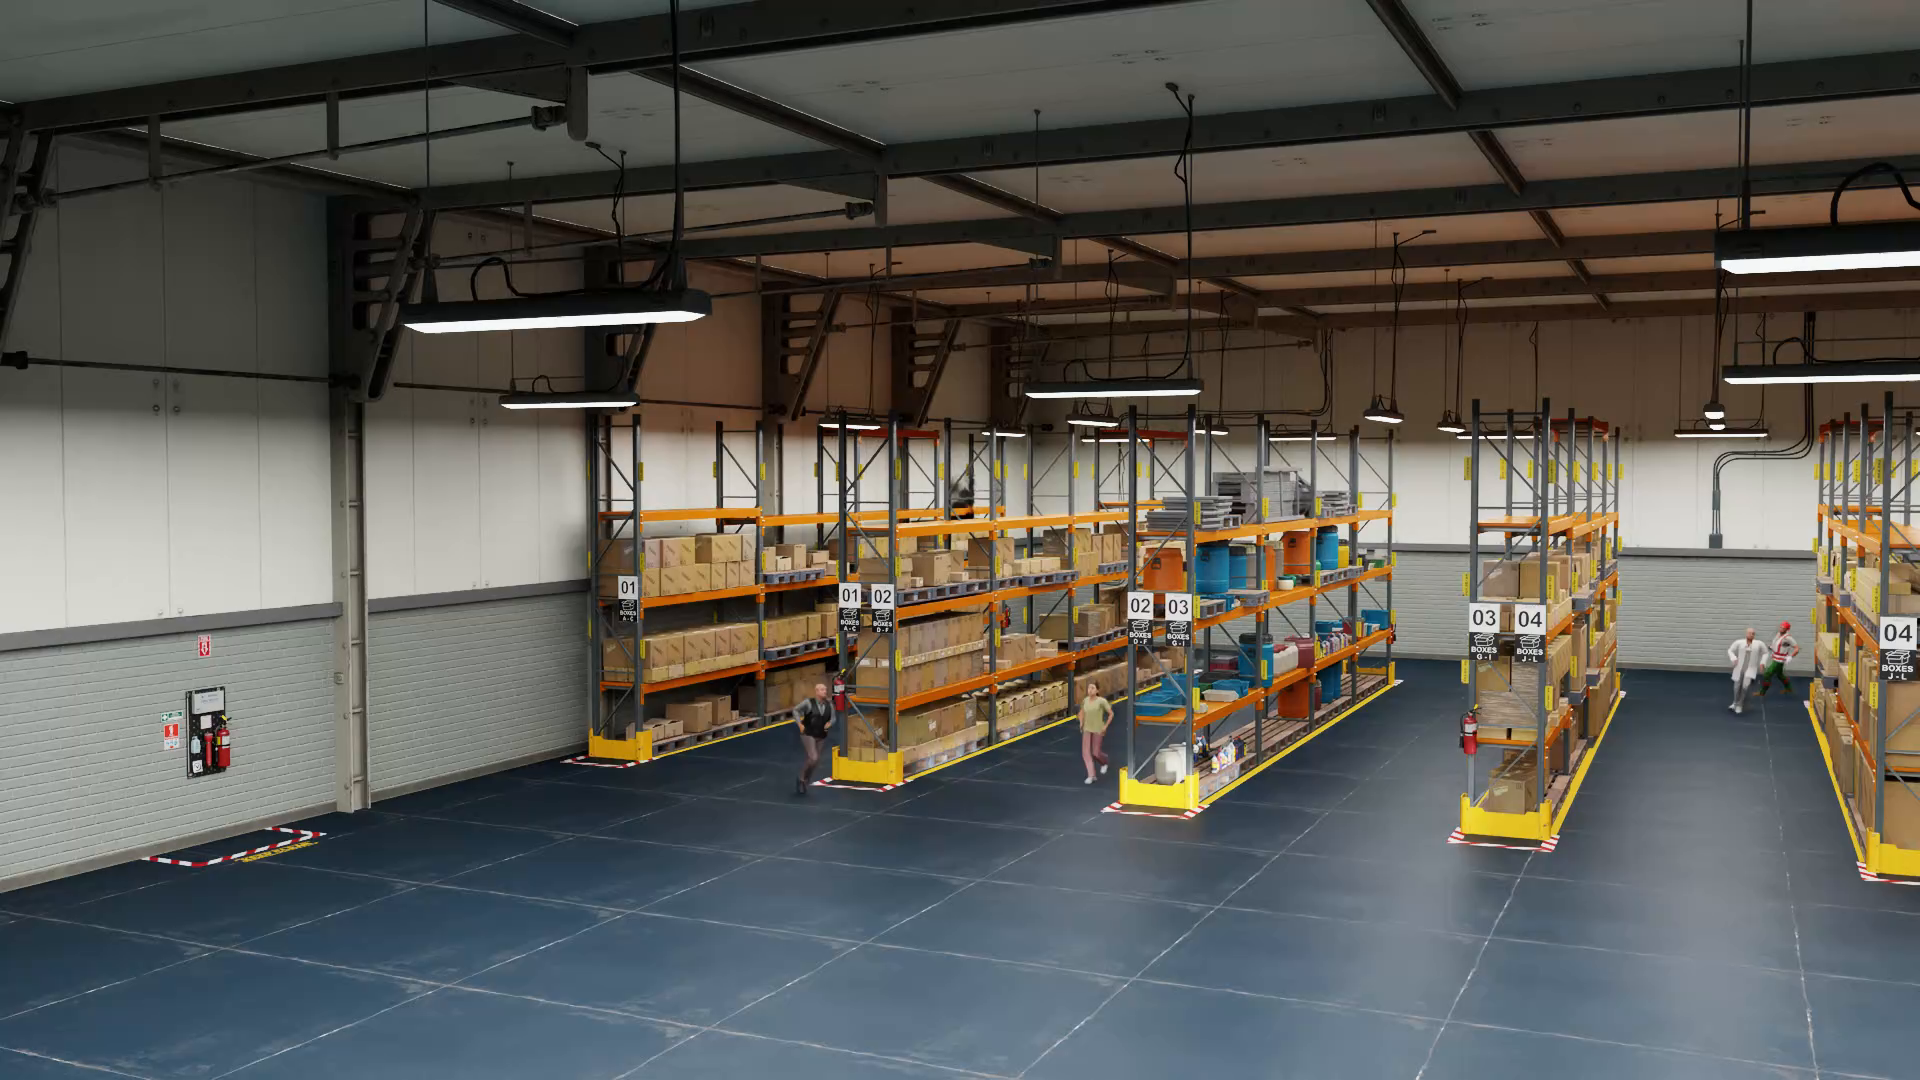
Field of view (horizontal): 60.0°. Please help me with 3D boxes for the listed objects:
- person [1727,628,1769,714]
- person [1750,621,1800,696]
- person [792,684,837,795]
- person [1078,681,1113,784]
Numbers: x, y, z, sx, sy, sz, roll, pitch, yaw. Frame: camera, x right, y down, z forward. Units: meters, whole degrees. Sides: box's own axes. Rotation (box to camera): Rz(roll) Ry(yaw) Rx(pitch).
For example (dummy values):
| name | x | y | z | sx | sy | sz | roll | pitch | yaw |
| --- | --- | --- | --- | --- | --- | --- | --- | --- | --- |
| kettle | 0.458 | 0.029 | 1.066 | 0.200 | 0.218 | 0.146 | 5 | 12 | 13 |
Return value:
| name | x | y | z | sx | sy | sz | roll | pitch | yaw |
| --- | --- | --- | --- | --- | --- | --- | --- | --- | --- |
| person | 16.341 | 2.720 | 34.524 | 0.766 | 1.788 | 0.719 | 2 | 3 | 35 |
| person | 18.002 | 2.624 | 36.747 | 0.953 | 1.707 | 0.842 | 1 | 3 | 25 |
| person | -2.265 | 3.089 | 25.919 | 0.690 | 1.700 | 0.661 | -2 | 3 | -38 |
| person | 2.192 | 3.086 | 26.877 | 0.605 | 1.633 | 0.642 | 1 | 3 | 28 |
